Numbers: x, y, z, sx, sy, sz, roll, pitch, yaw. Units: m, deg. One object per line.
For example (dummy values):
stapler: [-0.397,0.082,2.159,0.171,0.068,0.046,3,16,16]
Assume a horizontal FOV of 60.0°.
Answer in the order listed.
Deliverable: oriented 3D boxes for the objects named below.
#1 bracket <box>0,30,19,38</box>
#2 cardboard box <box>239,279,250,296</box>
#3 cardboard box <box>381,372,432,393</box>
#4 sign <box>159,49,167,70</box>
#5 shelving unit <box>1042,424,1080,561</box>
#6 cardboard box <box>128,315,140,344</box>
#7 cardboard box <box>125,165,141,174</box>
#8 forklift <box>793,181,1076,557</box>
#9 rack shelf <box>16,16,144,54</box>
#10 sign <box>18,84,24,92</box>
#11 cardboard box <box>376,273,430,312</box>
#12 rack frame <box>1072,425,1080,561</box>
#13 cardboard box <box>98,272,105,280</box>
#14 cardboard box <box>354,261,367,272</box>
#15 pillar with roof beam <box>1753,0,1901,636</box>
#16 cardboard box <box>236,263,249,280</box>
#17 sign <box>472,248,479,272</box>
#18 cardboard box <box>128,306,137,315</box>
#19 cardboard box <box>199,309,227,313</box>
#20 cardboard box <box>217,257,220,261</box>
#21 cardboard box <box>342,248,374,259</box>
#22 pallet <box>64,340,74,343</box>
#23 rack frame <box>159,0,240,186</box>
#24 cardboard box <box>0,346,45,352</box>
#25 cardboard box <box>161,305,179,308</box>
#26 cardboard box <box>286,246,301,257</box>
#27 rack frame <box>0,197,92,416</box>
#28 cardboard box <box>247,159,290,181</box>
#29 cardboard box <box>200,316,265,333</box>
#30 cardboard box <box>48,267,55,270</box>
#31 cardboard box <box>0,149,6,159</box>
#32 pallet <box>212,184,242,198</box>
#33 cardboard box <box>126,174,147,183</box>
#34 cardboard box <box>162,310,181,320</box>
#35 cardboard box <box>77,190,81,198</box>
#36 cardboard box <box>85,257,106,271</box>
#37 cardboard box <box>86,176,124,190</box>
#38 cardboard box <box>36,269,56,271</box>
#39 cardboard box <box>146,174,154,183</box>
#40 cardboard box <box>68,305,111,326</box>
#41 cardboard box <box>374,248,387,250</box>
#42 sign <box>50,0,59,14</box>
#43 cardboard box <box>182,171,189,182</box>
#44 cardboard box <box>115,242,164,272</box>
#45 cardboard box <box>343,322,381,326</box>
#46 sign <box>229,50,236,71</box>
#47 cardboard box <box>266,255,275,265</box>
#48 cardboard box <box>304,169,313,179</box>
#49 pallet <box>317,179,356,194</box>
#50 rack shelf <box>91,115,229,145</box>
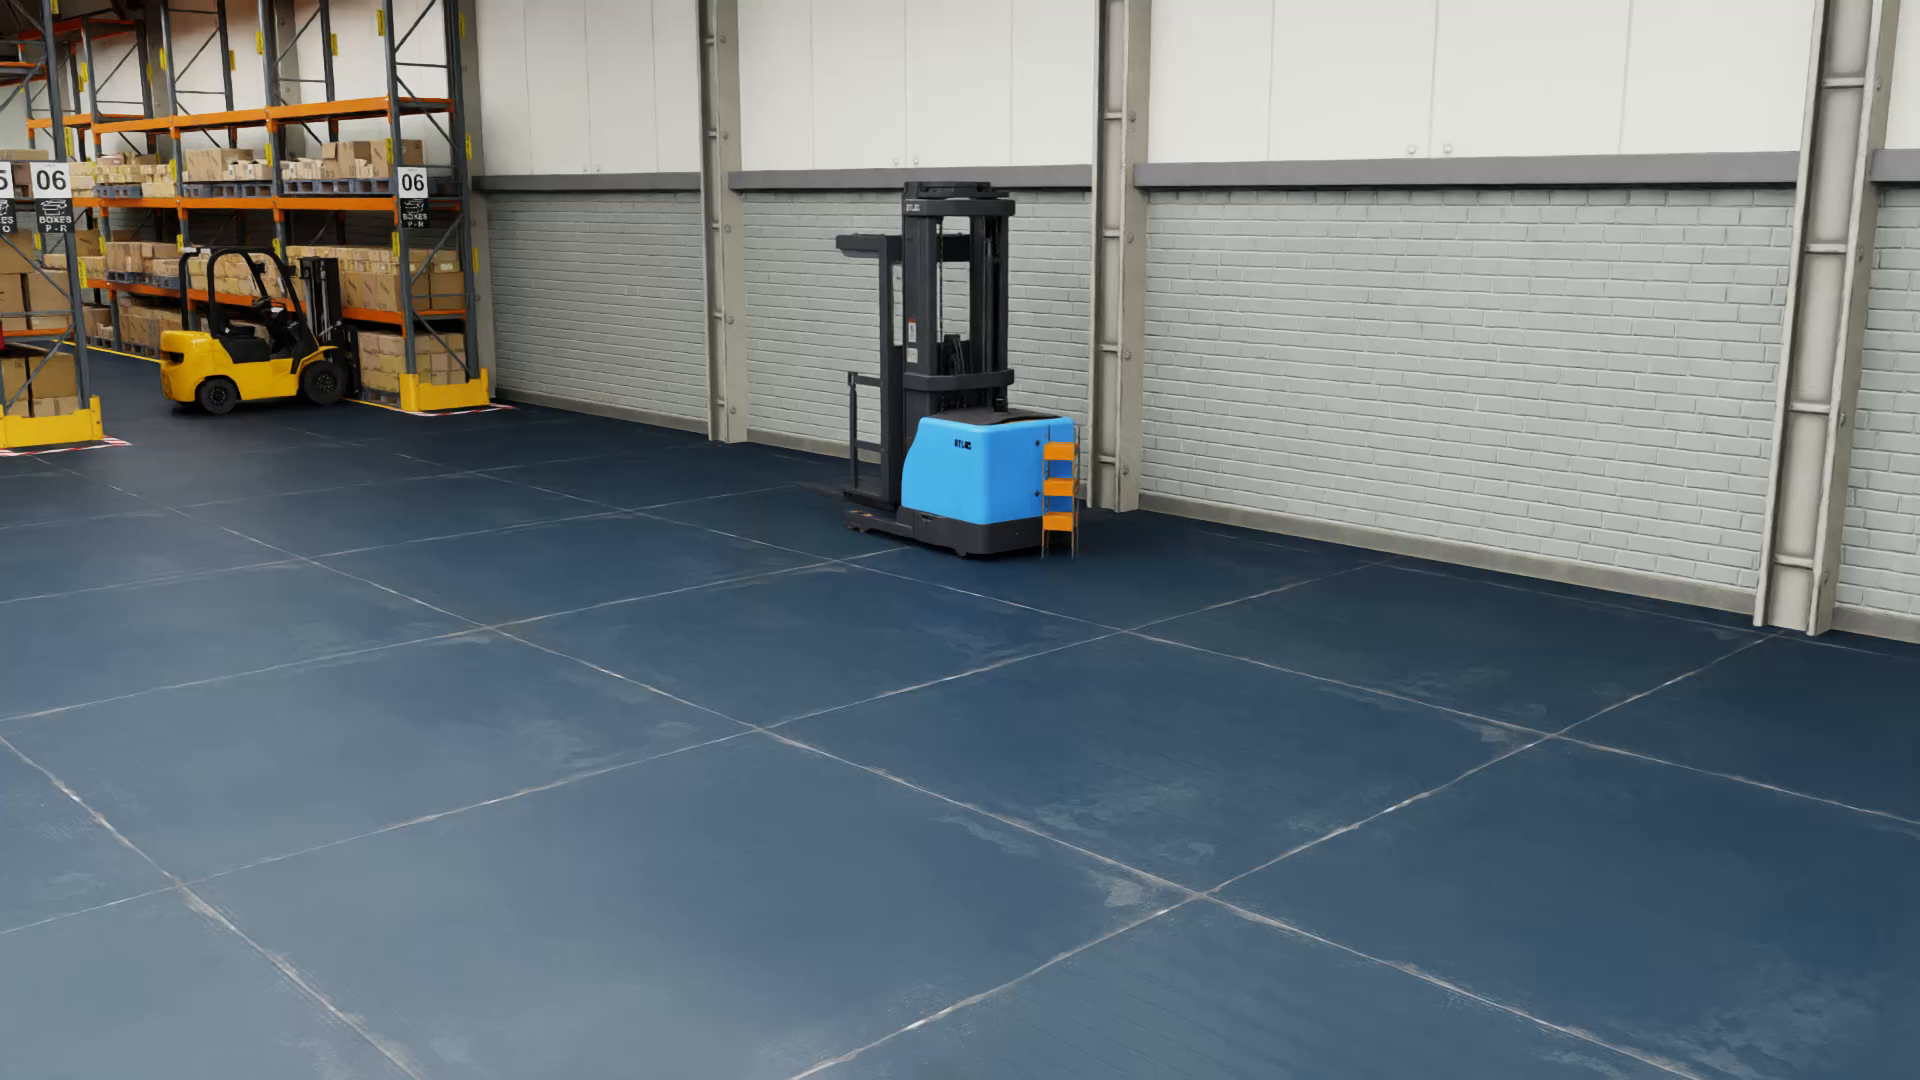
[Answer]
bracket: [-21.774,-11.266,37.371,0.076,0.066,5.218,-11,16,-43]
cardboard box: [-11.013,-3.988,26.207,0.500,0.250,0.500,-11,16,-42]
cardboard box: [-7.594,-2.175,22.807,0.500,0.250,0.500,-11,16,-42]
sign: [-12.952,-7.816,27.038,0.100,0.325,0.005,-11,16,-43]
shelving unit: [0.798,-0.376,13.136,0.252,1.050,0.215,3,12,15]
cardboard box: [-14.782,-3.846,30.298,0.500,0.500,0.500,-11,16,-43]
cardboard box: [-14.333,-6.468,29.034,0.380,0.149,0.250,-11,16,-42]
forklift: [-0.356,-1.549,14.167,1.130,2.935,3.031,-9,15,-37]
rack shelf: [-16.709,-9.548,31.502,1.077,0.370,4.000,-11,16,-43]
sign: [-18.483,-8.985,32.712,0.100,0.325,0.005,-11,16,-43]
cardboard box: [-7.571,-3.375,22.614,0.500,0.500,0.500,-11,16,-44]
rack frame: [0.916,-0.370,13.103,0.008,1.050,0.200,3,12,15]
cardboard box: [-15.927,-4.966,31.204,0.380,0.149,0.250,-10,16,-41]
cardboard box: [-8.198,-3.819,23.160,0.250,0.149,0.380,11,16,43]
pillar with roof beam: [2.447,-3.230,7.288,9.100,9.000,0.400,-11,16,-43]
cardboard box: [-11.037,-4.232,26.152,0.500,0.250,0.500,-10,16,-41]
sign: [-6.636,-3.831,22.729,0.100,0.325,0.005,-11,16,-43]
cardboard box: [-15.026,-4.223,30.520,0.250,0.149,0.380,11,16,44]
cardboard box: [-13.215,-3.998,29.428,0.250,0.149,0.380,11,16,43]
cardboard box: [-11.793,-4.596,26.932,0.380,0.149,0.250,-11,16,-42]
cardboard box: [-8.505,-4.050,23.541,0.380,0.149,0.250,-11,16,-42]
pallet: [-17.487,-4.133,33.450,1.003,0.211,1.213,-11,16,-43]
rack frame: [-12.566,-7.397,27.515,1.000,3.000,0.127,-11,16,-43]
cardboard box: [-11.707,-2.135,20.756,0.500,0.500,0.500,-10,16,-41]
cardboard box: [-14.506,-4.256,30.683,0.380,0.149,0.250,-11,16,-42]
cardboard box: [-9.798,-4.300,24.754,0.380,0.149,0.250,-10,16,-41]
rack frame: [-10.629,-2.599,19.093,1.000,3.000,0.127,-11,16,-43]
cardboard box: [-10.480,-5.627,25.288,0.500,0.311,0.500,11,16,43]
cardboard box: [-12.145,-3.408,27.866,0.875,0.625,0.625,-10,15,-41]
cardboard box: [-18.062,-5.417,33.394,0.380,0.149,0.250,-11,16,-43]
cardboard box: [-10.912,-4.451,19.293,0.380,0.149,0.250,-11,16,-43]
pallet: [-11.258,-5.586,26.626,1.003,0.211,1.213,-10,15,-40]
cardboard box: [-14.330,-6.324,29.072,0.380,0.149,0.250,-10,16,-41]
cardboard box: [-13.773,-3.956,29.226,0.380,0.149,0.250,-11,16,-43]
cardboard box: [-16.466,-6.556,31.489,0.380,0.149,0.250,-10,15,-41]
cardboard box: [-16.213,-5.226,31.479,0.500,0.250,0.500,-11,16,-42]
cardboard box: [-15.843,-6.619,30.808,0.500,0.250,0.500,-11,16,-42]
cardboard box: [-11.115,-2.977,19.941,0.500,0.500,0.500,-10,15,-41]
cardboard box: [-13.855,-6.259,28.810,0.380,0.149,0.250,-10,15,-41]
cardboard box: [-17.175,-4.375,32.868,0.700,0.500,0.500,-10,15,-40]
cardboard box: [-8.166,-4.112,23.845,0.380,0.149,0.250,-11,16,-42]
sign: [-10.236,-6.109,18.752,0.100,0.325,0.005,-11,16,-43]
cardboard box: [-12.545,-5.975,27.336,0.380,0.166,0.250,-11,16,-43]
cardboard box: [-14.798,-5.120,30.040,0.700,0.500,0.500,-11,16,-42]
cardboard box: [-8.963,-3.107,24.854,0.500,0.250,0.500,-11,16,-43]
sign: [-12.167,-8.010,27.782,0.100,0.325,0.005,-11,16,-43]
cardboard box: [-10.391,-4.296,25.473,0.380,0.149,0.250,-11,16,-43]
cardboard box: [-9.183,-5.256,23.889,0.380,0.149,0.250,-10,15,-41]
pallet: [-8.358,-5.002,23.542,1.003,0.211,1.213,-11,16,-43]
rack shelf: [-13.947,-7.141,29.044,1.077,0.370,4.000,-11,16,-43]
